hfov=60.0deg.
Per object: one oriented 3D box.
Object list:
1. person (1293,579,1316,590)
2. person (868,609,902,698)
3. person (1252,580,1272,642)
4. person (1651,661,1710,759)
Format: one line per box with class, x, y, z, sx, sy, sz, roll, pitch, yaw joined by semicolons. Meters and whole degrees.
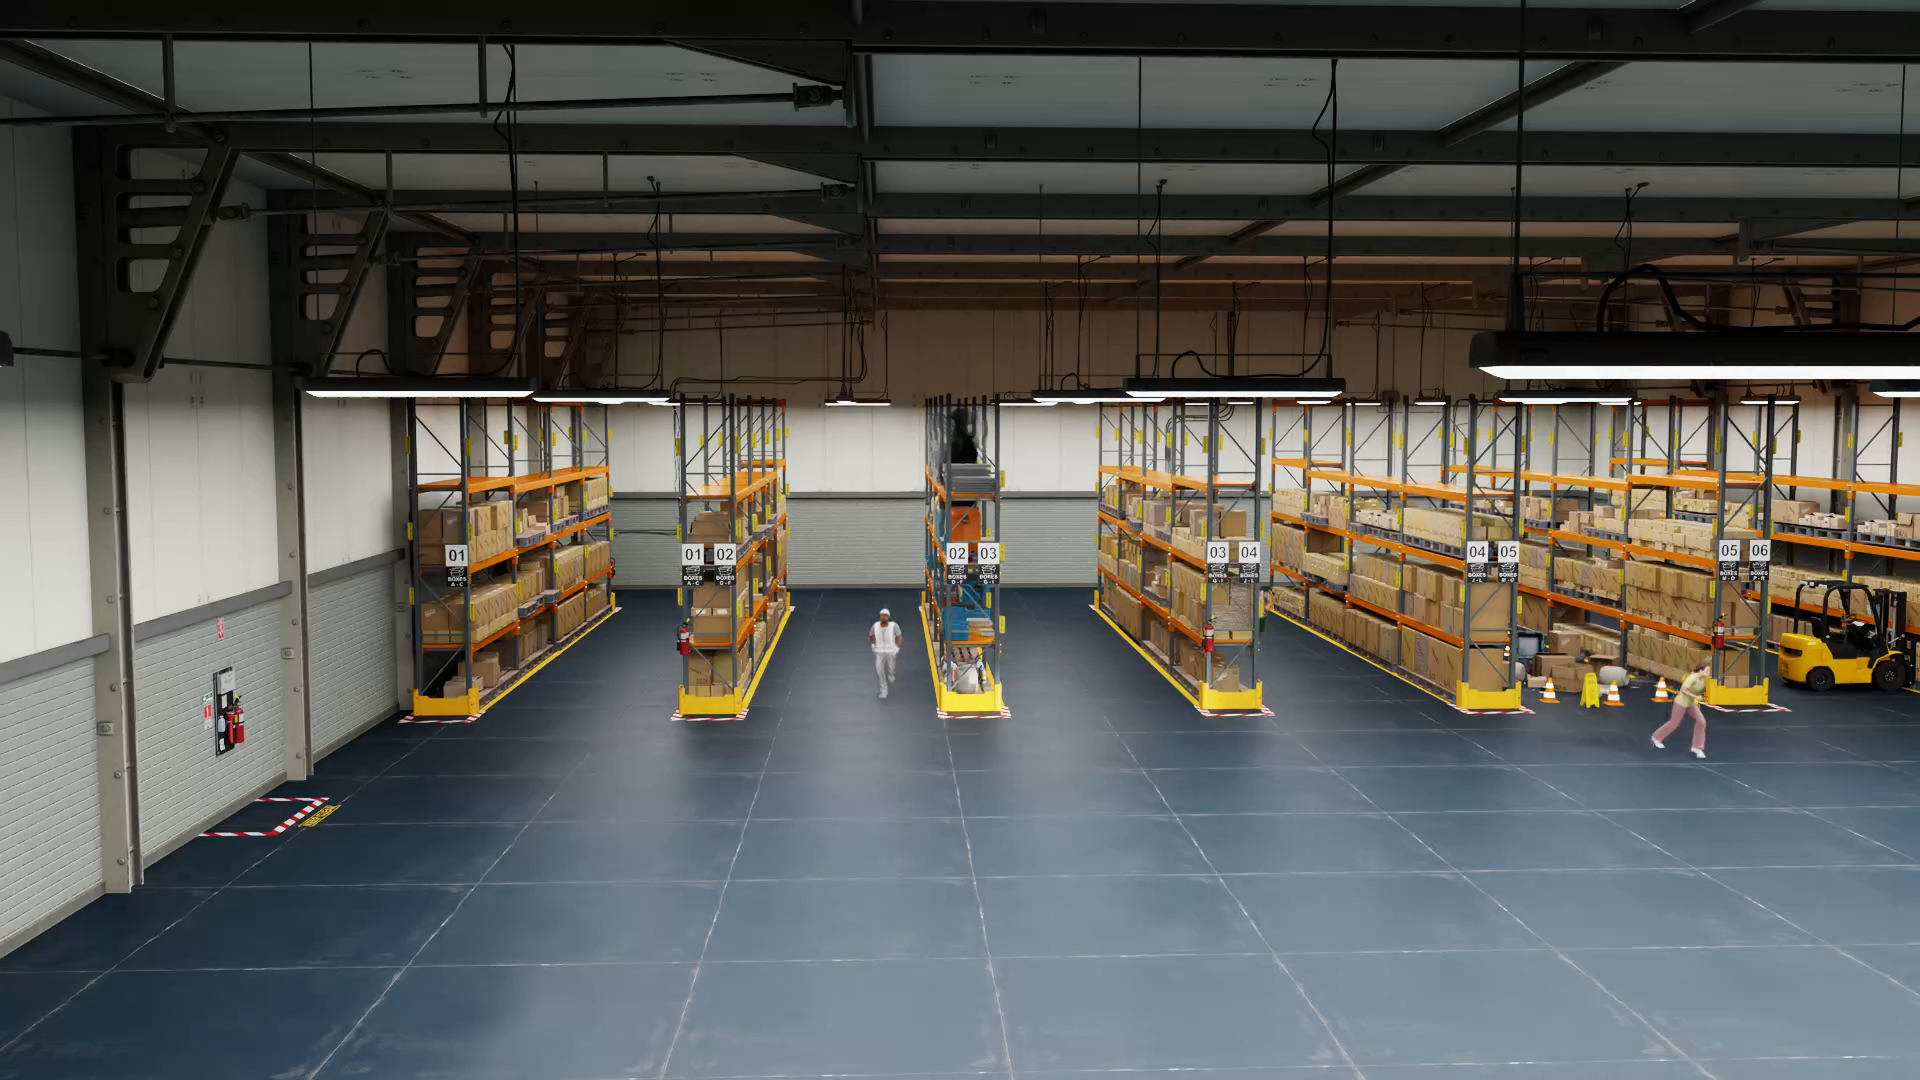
person;10.092;1.032;48.720;0.844;1.714;0.691;-2;5;-23
person;-1.501;2.246;33.273;0.691;1.741;0.772;0;5;1
person;6.867;1.819;38.289;0.631;1.852;0.782;0;5;-1
person;11.946;2.776;27.565;0.619;1.626;0.961;-4;6;-42
